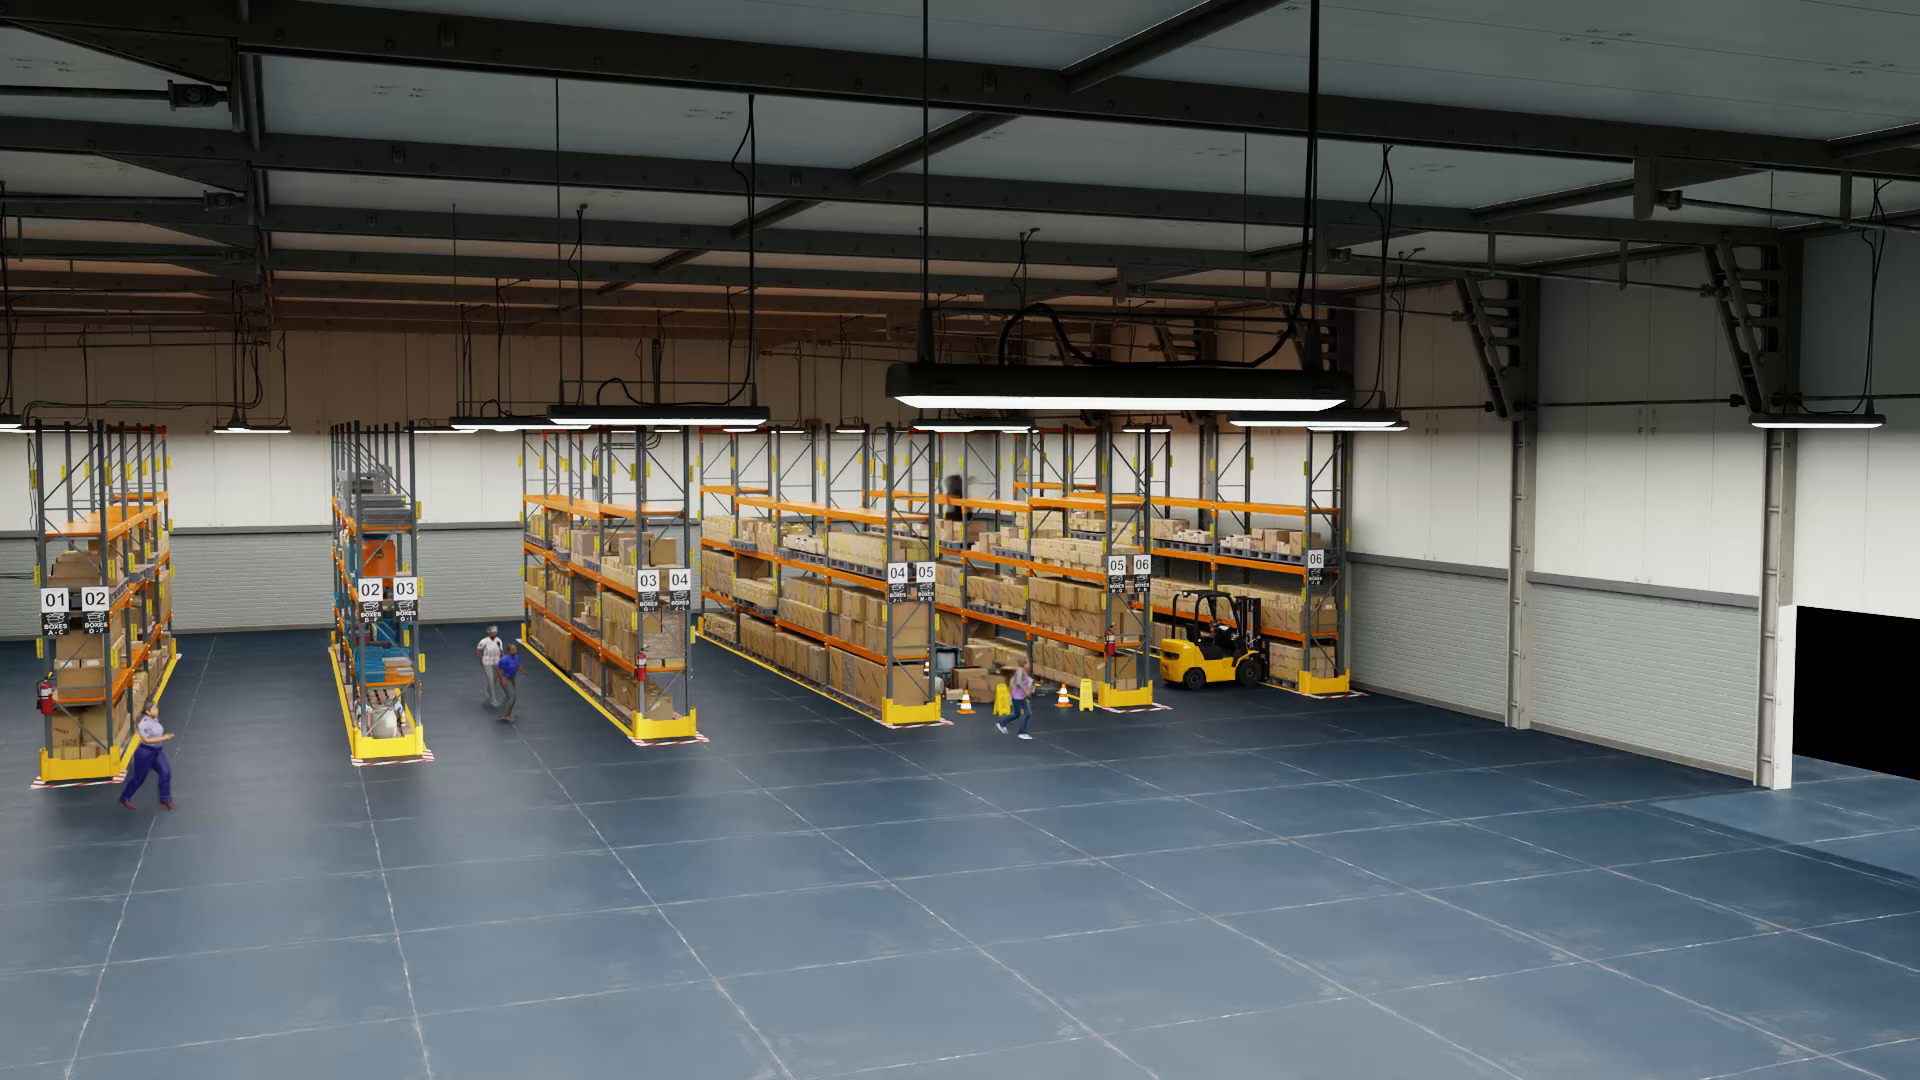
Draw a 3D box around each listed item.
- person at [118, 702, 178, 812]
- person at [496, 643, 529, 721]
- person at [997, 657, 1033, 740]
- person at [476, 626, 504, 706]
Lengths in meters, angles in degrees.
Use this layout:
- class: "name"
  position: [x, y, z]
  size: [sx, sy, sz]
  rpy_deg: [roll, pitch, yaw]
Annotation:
- class: "person"
  position: [-12.378, 3.316, 25.306]
  size: [0.855, 1.682, 0.563]
  rpy_deg: [0, 4, 3]
- class: "person"
  position: [-9.043, 2.858, 33.543]
  size: [0.776, 1.598, 0.627]
  rpy_deg: [1, 4, 16]
- class: "person"
  position: [1.027, 2.979, 31.409]
  size: [0.723, 1.567, 0.527]
  rpy_deg: [1, 4, 19]
- class: "person"
  position: [-10.039, 2.665, 35.574]
  size: [0.551, 1.686, 0.881]
  rpy_deg: [-3, 5, -39]
